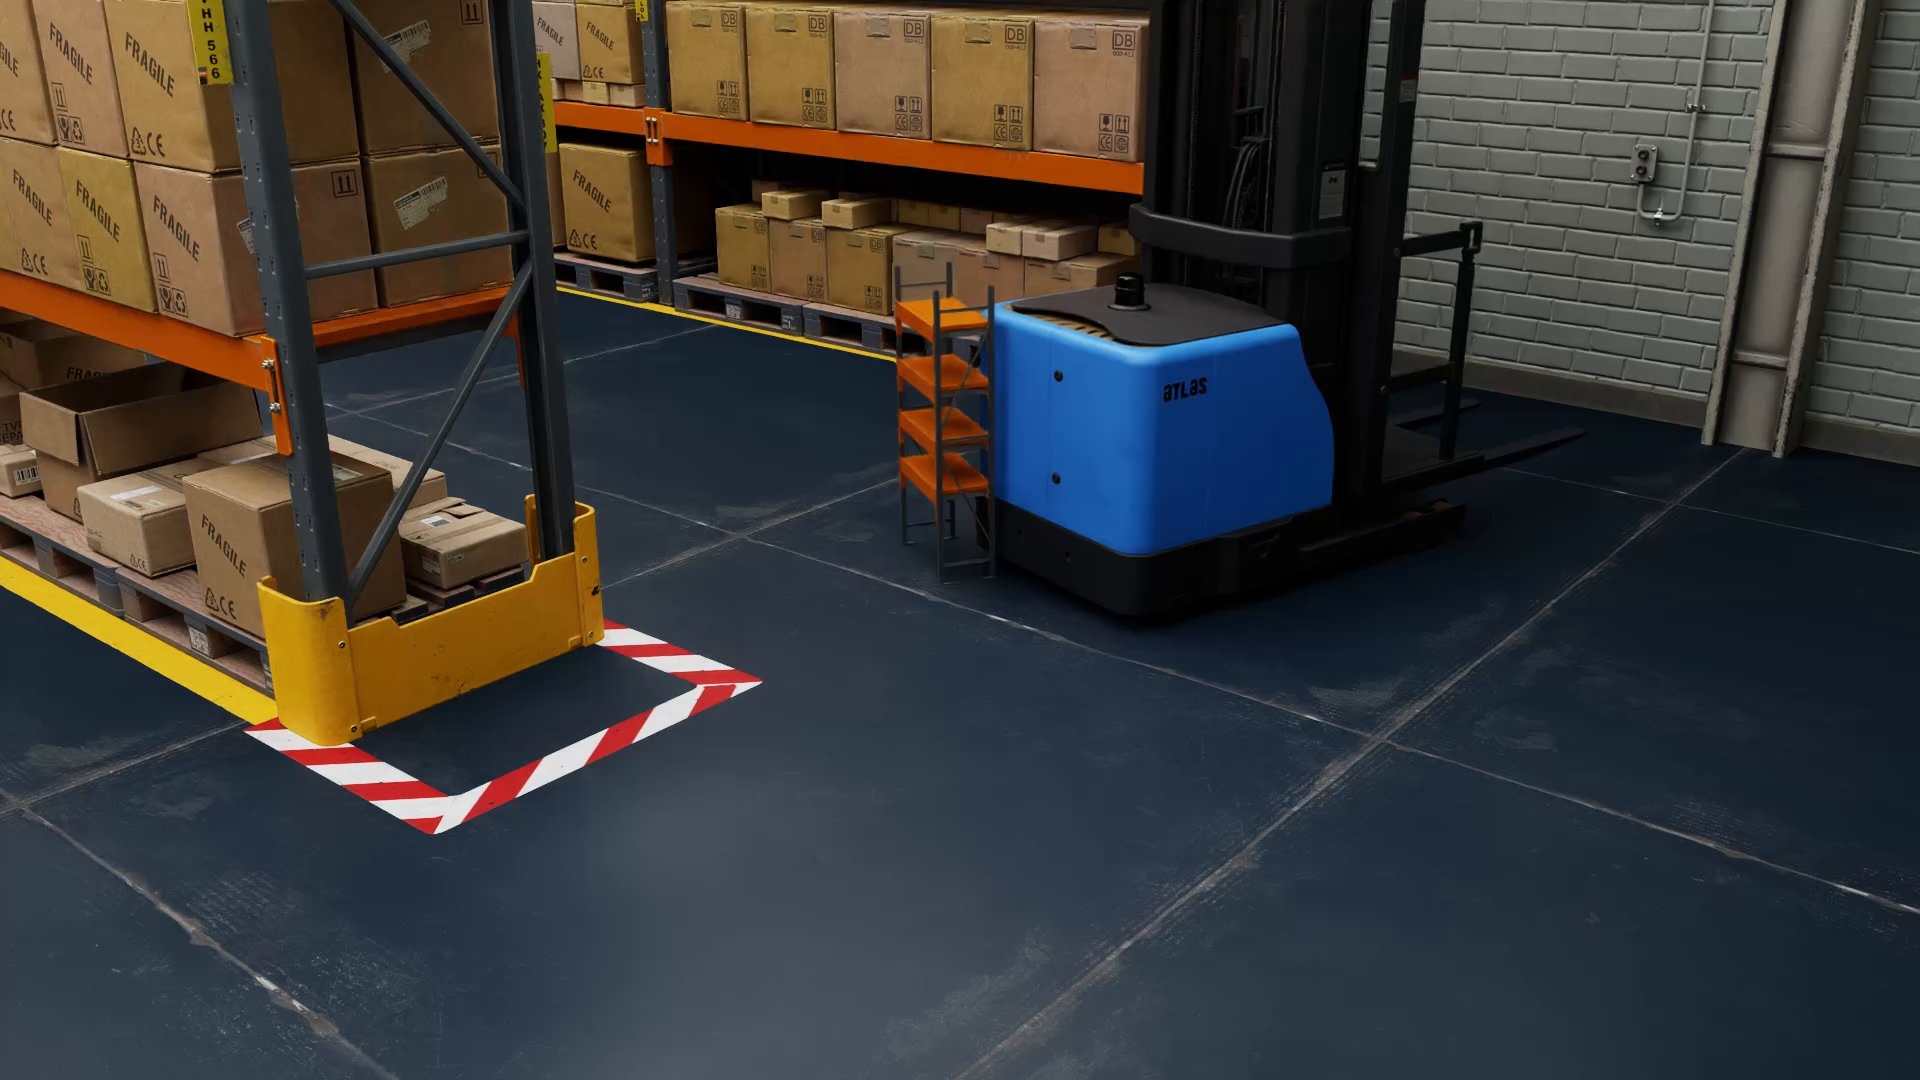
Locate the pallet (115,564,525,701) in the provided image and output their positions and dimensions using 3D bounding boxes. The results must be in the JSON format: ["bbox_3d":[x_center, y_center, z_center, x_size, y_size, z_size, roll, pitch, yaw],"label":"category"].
[{"bbox_3d":[-2.421,0.205,6.325,1.213,0.211,1.003,16,26,36],"label":"pallet"}]

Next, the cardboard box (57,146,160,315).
[{"bbox_3d":[-2.667,-1.092,5.671,0.500,0.500,0.500,16,26,37],"label":"cardboard box"}]

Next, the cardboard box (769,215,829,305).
[{"bbox_3d":[-0.812,-1.871,10.827,0.500,0.500,0.700,16,26,36],"label":"cardboard box"}]

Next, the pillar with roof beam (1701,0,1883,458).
[{"bbox_3d":[1.302,-3.524,3.760,0.400,9.000,9.100,16,26,36],"label":"pillar with roof beam"}]

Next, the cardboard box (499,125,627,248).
[{"bbox_3d":[-2.990,-2.650,12.396,0.750,0.750,0.750,17,27,38],"label":"cardboard box"}]

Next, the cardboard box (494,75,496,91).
[{"bbox_3d":[-3.310,-3.400,12.261,0.250,0.149,0.380,17,27,38],"label":"cardboard box"}]

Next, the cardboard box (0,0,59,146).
[{"bbox_3d":[-3.059,-1.671,5.788,0.500,0.500,0.500,17,26,38],"label":"cardboard box"}]

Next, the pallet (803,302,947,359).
[{"bbox_3d":[-0.225,-1.384,10.540,1.213,0.211,1.003,16,26,36],"label":"pallet"}]

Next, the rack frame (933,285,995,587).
[{"bbox_3d":[0.021,-0.392,6.502,0.240,1.200,0.015,-8,22,-18],"label":"rack frame"}]

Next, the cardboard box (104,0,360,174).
[{"bbox_3d":[-2.263,-1.444,5.187,0.500,0.500,0.500,16,26,36],"label":"cardboard box"}]

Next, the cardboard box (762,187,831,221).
[{"bbox_3d":[-1.049,-2.162,10.677,0.250,0.149,0.380,17,27,38],"label":"cardboard box"}]

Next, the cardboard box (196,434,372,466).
[{"bbox_3d":[-2.761,-0.246,6.843,0.500,0.250,0.500,16,26,36],"label":"cardboard box"}]

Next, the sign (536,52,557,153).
[{"bbox_3d":[-1.401,-1.458,5.558,0.005,0.325,0.100,16,26,36],"label":"sign"}]

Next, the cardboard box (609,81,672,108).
[{"bbox_3d":[-2.155,-3.042,11.312,0.250,0.149,0.380,16,26,37],"label":"cardboard box"}]

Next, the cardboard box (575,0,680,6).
[{"bbox_3d":[-2.237,-3.733,11.161,0.500,0.250,0.500,17,26,38],"label":"cardboard box"}]

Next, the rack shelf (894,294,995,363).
[{"bbox_3d":[-0.065,-0.840,6.577,0.258,0.148,0.480,-8,22,-18],"label":"rack shelf"}]

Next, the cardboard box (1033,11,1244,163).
[{"bbox_3d":[0.984,-2.511,9.151,0.700,0.700,0.980,18,27,39],"label":"cardboard box"}]

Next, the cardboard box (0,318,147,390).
[{"bbox_3d":[-4.222,-0.784,7.915,0.500,0.500,0.500,16,26,36],"label":"cardboard box"}]

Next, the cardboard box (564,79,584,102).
[{"bbox_3d":[-2.537,-3.162,11.630,0.250,0.149,0.380,17,27,38],"label":"cardboard box"}]

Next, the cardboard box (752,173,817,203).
[{"bbox_3d":[-1.186,-2.375,11.242,0.250,0.149,0.380,16,26,36],"label":"cardboard box"}]

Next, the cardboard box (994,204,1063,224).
[{"bbox_3d":[0.416,-1.915,10.023,0.250,0.149,0.380,16,26,37],"label":"cardboard box"}]

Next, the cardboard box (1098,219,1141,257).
[{"bbox_3d":[1.003,-1.746,9.575,0.250,0.149,0.380,16,26,37],"label":"cardboard box"}]

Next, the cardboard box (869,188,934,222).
[{"bbox_3d":[-0.377,-2.142,10.626,0.250,0.149,0.380,16,26,37],"label":"cardboard box"}]

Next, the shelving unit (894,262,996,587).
[{"bbox_3d":[-0.060,-0.473,6.717,0.258,1.200,0.503,-8,22,-18],"label":"shelving unit"}]

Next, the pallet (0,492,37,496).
[{"bbox_3d":[-4.312,-0.339,7.768,1.213,0.211,1.003,16,26,36],"label":"pallet"}]

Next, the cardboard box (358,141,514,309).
[{"bbox_3d":[-1.921,-1.123,5.753,0.500,0.500,0.500,17,26,37],"label":"cardboard box"}]

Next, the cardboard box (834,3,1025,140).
[{"bbox_3d":[-0.172,-2.843,10.032,0.700,0.700,0.980,15,25,34],"label":"cardboard box"}]

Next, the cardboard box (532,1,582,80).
[{"bbox_3d":[-2.632,-3.493,11.588,0.500,0.500,0.500,16,26,37],"label":"cardboard box"}]

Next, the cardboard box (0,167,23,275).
[{"bbox_3d":[-3.441,-1.317,6.269,0.500,0.500,0.500,16,26,36],"label":"cardboard box"}]

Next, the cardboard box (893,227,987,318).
[{"bbox_3d":[0.002,-1.639,10.212,0.500,0.500,0.700,15,25,35],"label":"cardboard box"}]

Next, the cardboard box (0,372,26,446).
[{"bbox_3d":[-4.655,-0.592,7.675,0.500,0.311,0.500,16,26,36],"label":"cardboard box"}]

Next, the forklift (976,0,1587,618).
[{"bbox_3d":[1.561,-1.466,6.901,3.031,2.935,1.130,-14,25,-33],"label":"forklift"}]

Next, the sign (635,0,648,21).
[{"bbox_3d":[-2.049,-3.507,10.687,0.005,0.325,0.100,16,26,36],"label":"sign"}]

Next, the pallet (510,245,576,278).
[{"bbox_3d":[-3.309,-2.271,12.892,1.213,0.211,1.003,16,26,36],"label":"pallet"}]

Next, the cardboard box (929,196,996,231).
[{"bbox_3d":[0.019,-2.028,10.324,0.250,0.149,0.380,16,26,37],"label":"cardboard box"}]

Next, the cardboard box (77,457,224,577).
[{"bbox_3d":[-3.038,-0.098,6.451,0.500,0.250,0.500,16,26,36],"label":"cardboard box"}]

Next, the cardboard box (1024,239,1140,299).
[{"bbox_3d":[0.780,-1.416,9.619,0.500,0.500,0.700,16,26,36],"label":"cardboard box"}]

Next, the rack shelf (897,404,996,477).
[{"bbox_3d":[-0.060,-0.410,6.741,0.258,0.148,0.480,-8,22,-18],"label":"rack shelf"}]

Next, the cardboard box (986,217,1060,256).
[{"bbox_3d":[0.366,-1.755,9.599,0.250,0.149,0.380,17,26,38],"label":"cardboard box"}]

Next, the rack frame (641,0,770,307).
[{"bbox_3d":[-1.714,-3.152,11.276,0.127,3.000,1.000,16,26,36],"label":"rack frame"}]

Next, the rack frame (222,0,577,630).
[{"bbox_3d":[-1.744,-0.905,5.317,0.127,3.000,1.000,16,26,36],"label":"rack frame"}]

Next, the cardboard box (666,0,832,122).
[{"bbox_3d":[-1.304,-3.167,10.891,0.700,0.700,0.980,17,26,37],"label":"cardboard box"}]

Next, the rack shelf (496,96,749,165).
[{"bbox_3d":[-3.263,-3.262,12.587,4.000,0.370,1.077,16,26,36],"label":"rack shelf"}]

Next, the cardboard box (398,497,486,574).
[{"bbox_3d":[-2.045,-0.028,6.384,0.250,0.166,0.380,16,26,36],"label":"cardboard box"}]

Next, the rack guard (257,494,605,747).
[{"bbox_3d":[-1.803,0.248,5.803,0.348,0.500,1.175,16,26,36],"label":"rack guard"}]
